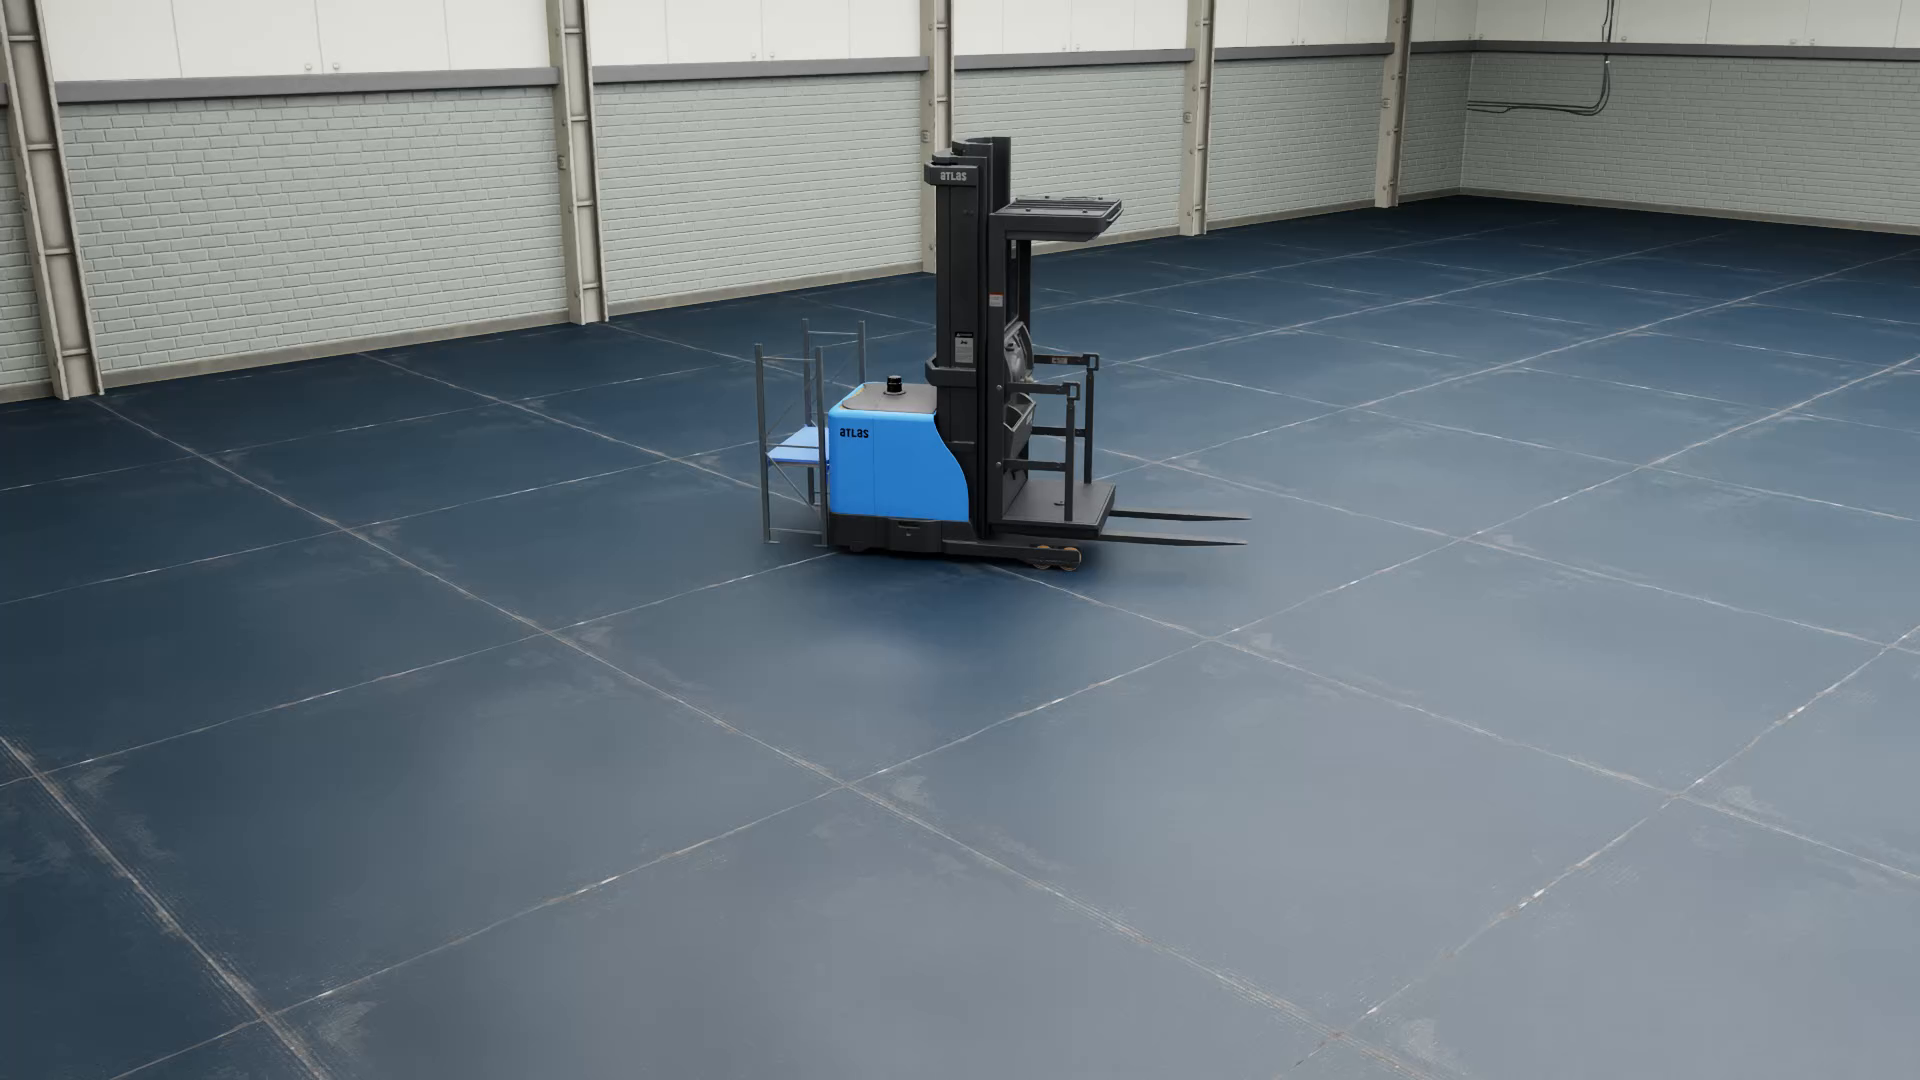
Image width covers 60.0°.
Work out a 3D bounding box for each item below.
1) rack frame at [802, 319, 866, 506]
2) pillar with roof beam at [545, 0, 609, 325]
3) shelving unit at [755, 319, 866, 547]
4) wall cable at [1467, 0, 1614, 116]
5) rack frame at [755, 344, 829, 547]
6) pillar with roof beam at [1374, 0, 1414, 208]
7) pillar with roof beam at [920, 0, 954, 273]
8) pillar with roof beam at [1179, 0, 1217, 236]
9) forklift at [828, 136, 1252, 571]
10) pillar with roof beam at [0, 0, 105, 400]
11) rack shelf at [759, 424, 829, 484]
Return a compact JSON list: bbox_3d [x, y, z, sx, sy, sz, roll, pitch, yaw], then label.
[{"bbox_3d":[-0.975,-0.984,13.082,0.500,1.500,0.032,4,18,14],"label":"rack frame"},{"bbox_3d":[-1.732,-6.080,16.647,0.400,9.000,9.100,-16,24,-41],"label":"pillar with roof beam"},{"bbox_3d":[-1.100,-0.832,12.613,0.538,1.500,1.048,4,18,14],"label":"shelving unit"},{"bbox_3d":[11.438,-9.710,32.877,0.112,2.526,3.097,-16,24,-41],"label":"wall cable"},{"bbox_3d":[-1.224,-0.680,12.144,0.500,1.500,0.032,4,18,14],"label":"rack frame"},{"bbox_3d":[11.347,-9.894,28.411,0.400,9.000,9.100,-16,24,-41],"label":"pillar with roof beam"},{"bbox_3d":[2.627,-7.351,20.568,0.400,9.000,9.100,-16,24,-41],"label":"pillar with roof beam"},{"bbox_3d":[6.987,-8.623,24.489,0.400,9.000,9.100,-16,24,-41],"label":"pillar with roof beam"},{"bbox_3d":[0.609,-1.354,11.909,3.031,2.935,1.130,4,18,11],"label":"forklift"},{"bbox_3d":[-6.092,-4.809,12.725,0.400,9.000,9.100,-16,24,-41],"label":"pillar with roof beam"},{"bbox_3d":[-1.098,-0.661,12.668,0.538,0.185,1.000,4,18,14],"label":"rack shelf"}]
